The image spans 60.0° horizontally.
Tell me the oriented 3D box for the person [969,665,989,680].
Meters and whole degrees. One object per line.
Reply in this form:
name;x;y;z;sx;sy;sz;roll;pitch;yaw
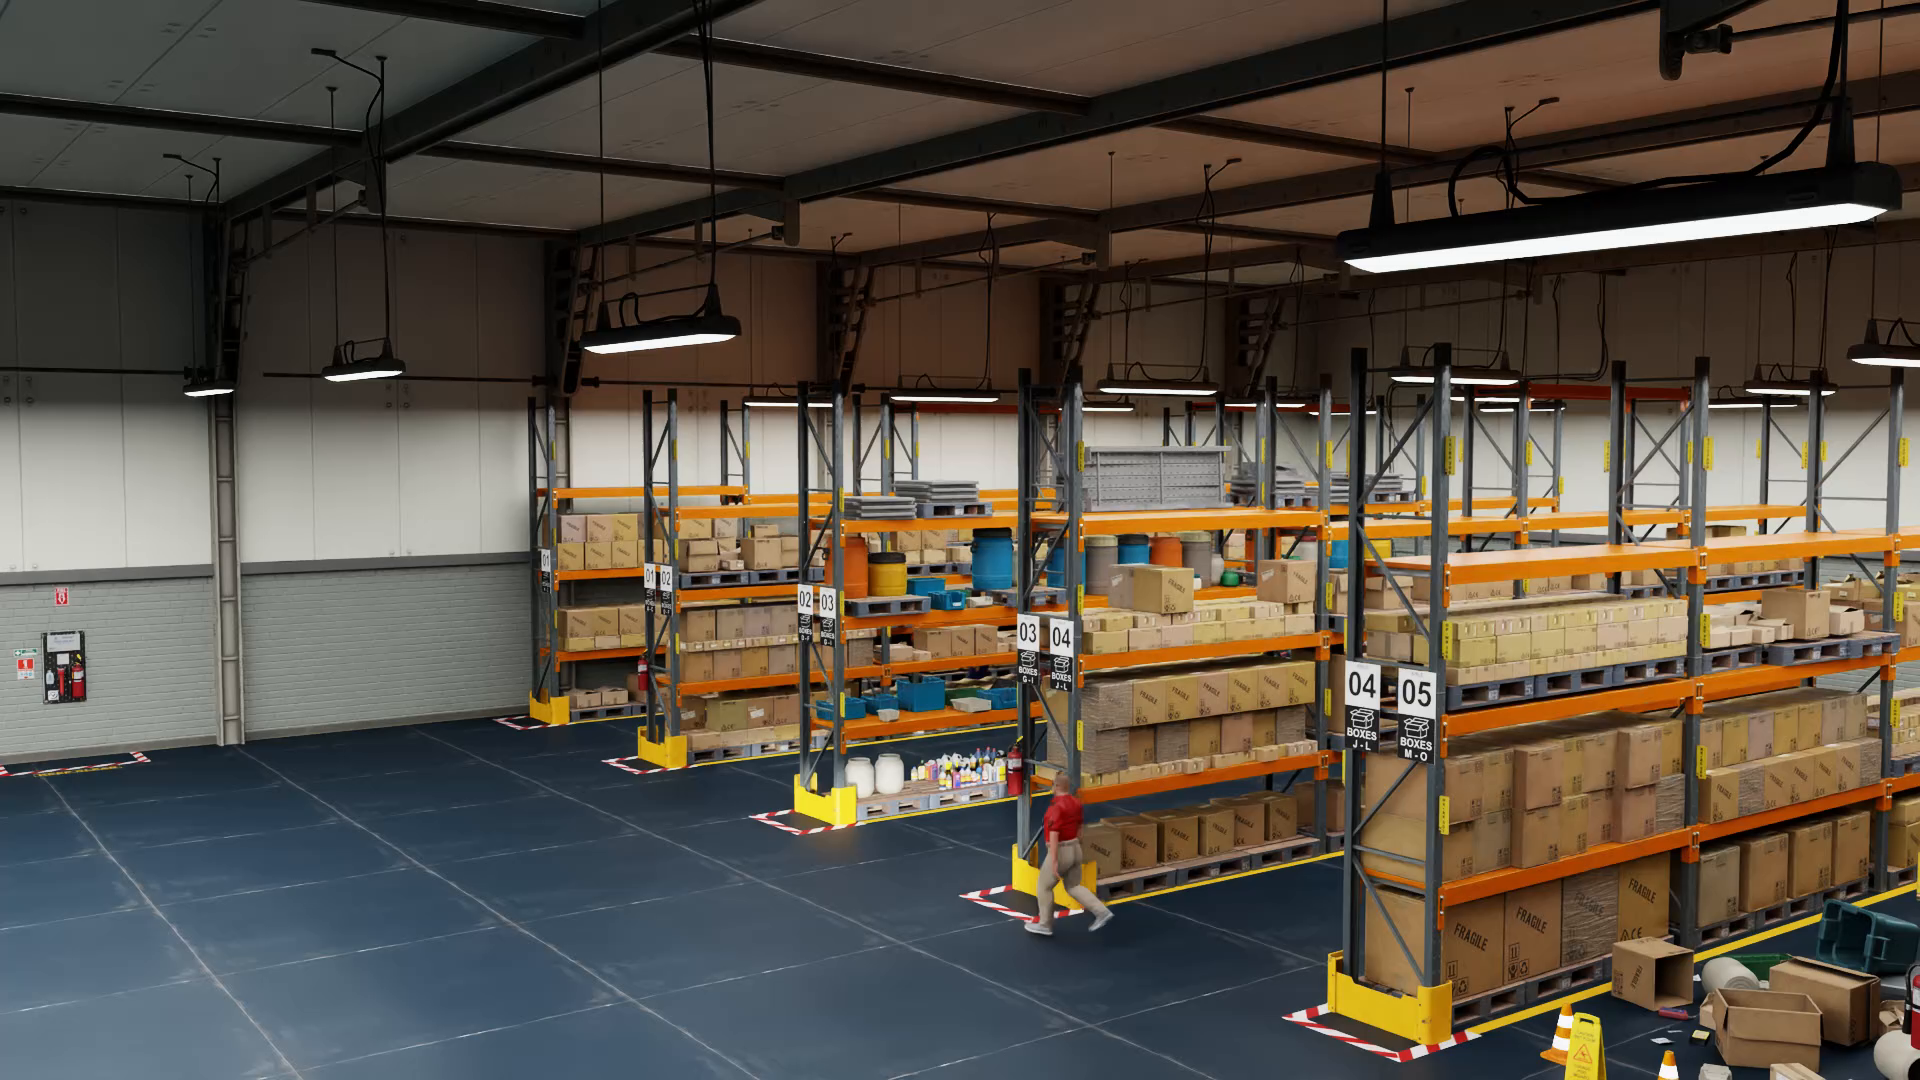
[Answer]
person;0.458;2.444;32.520;0.613;1.618;0.537;-1;4;-21

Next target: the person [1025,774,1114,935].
person;1.102;3.280;17.298;0.911;1.686;0.532;2;4;30
